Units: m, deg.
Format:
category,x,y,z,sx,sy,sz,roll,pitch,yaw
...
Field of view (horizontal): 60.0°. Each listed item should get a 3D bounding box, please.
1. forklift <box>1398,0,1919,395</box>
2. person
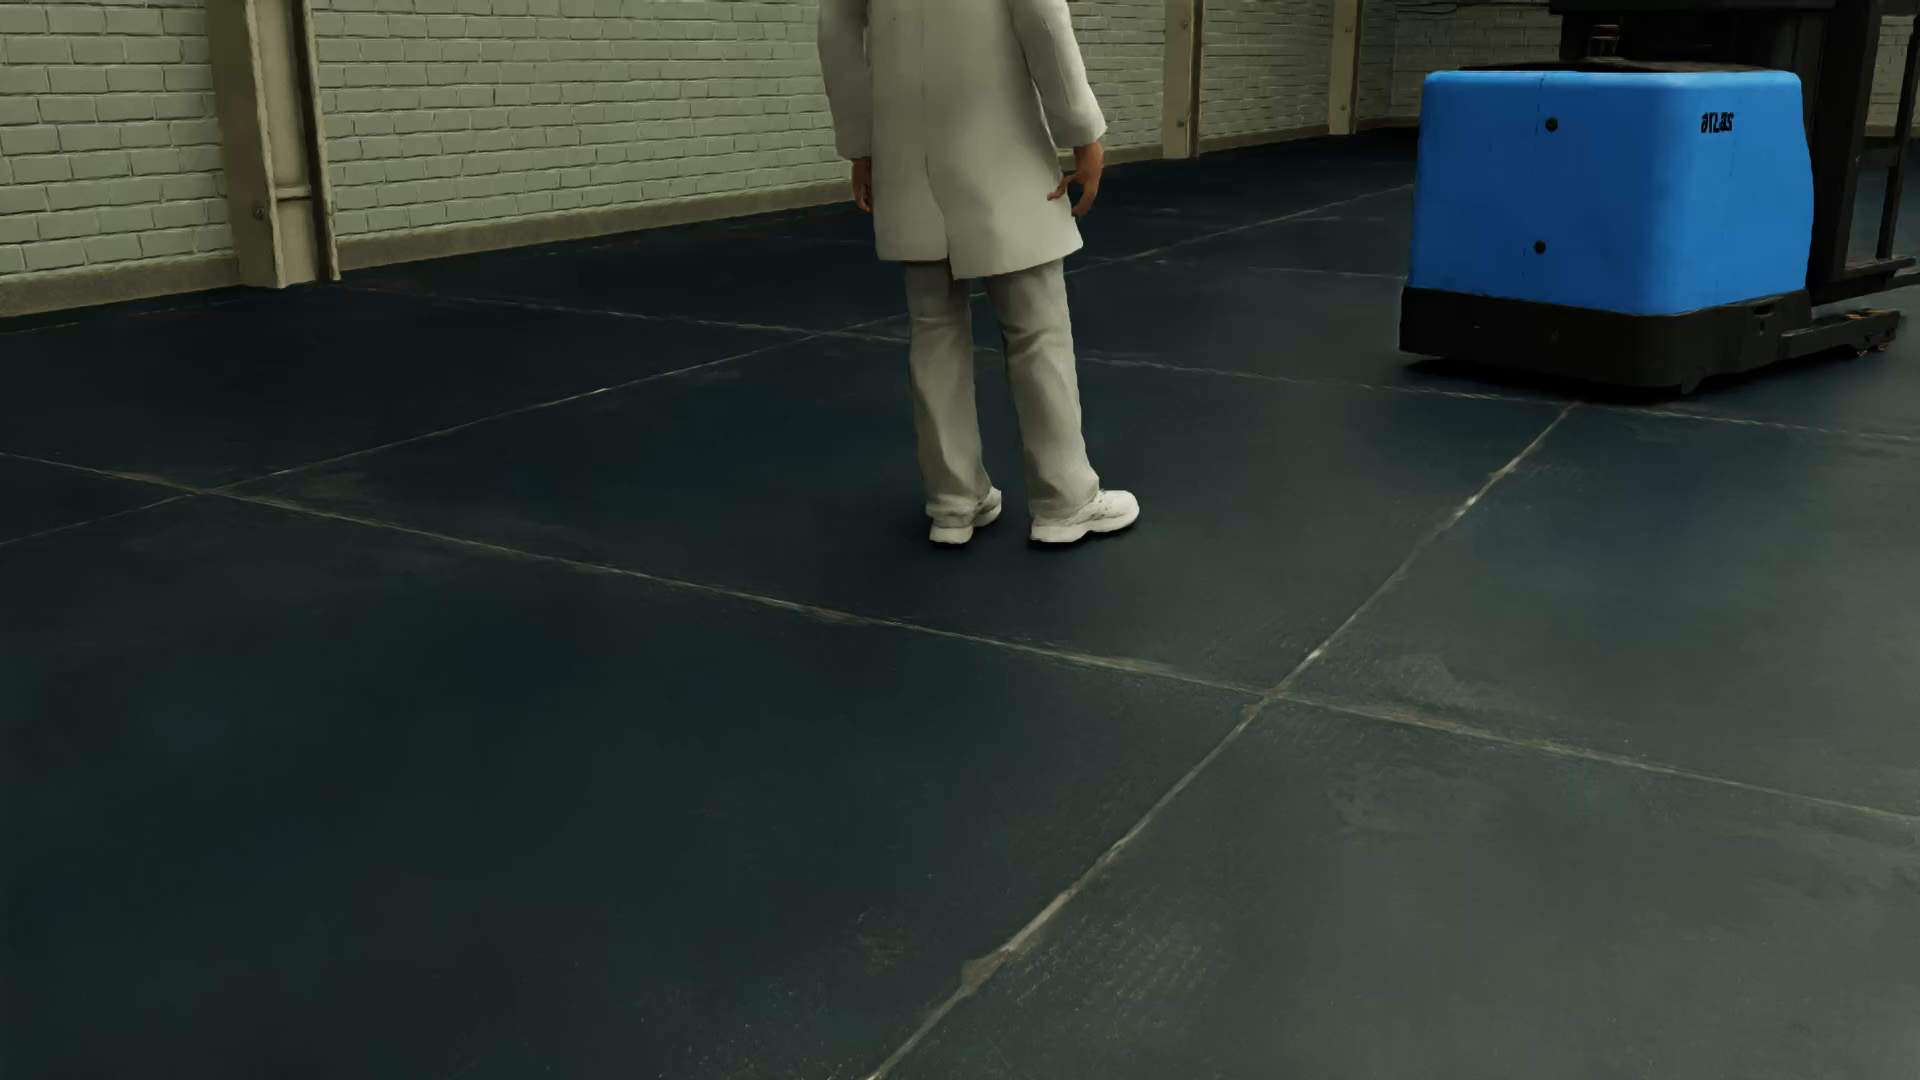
category,x,y,z,sx,sy,sz,roll,pitch,yaw
forklift,3.088,-2.218,6.384,3.031,2.935,1.130,-14,21,-39
person,0.049,-0.882,3.861,0.694,1.776,0.579,9,19,28
